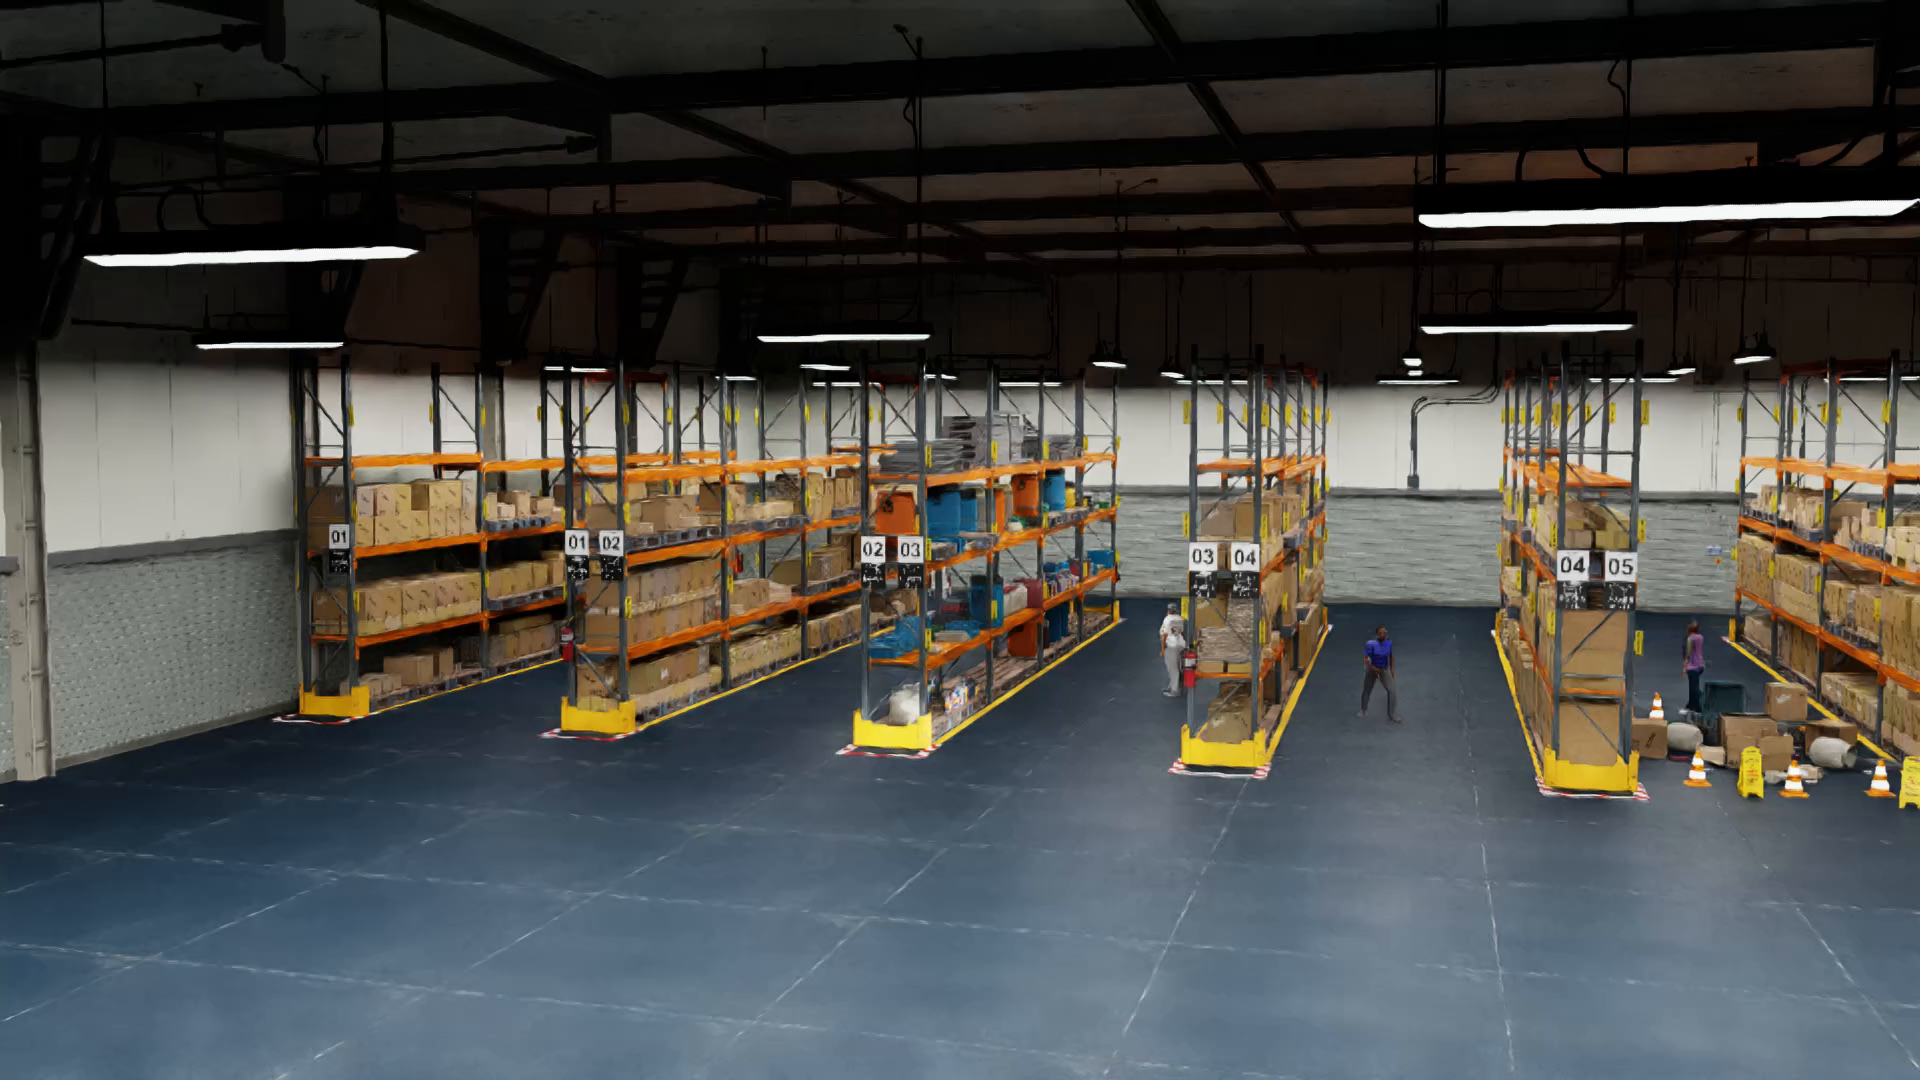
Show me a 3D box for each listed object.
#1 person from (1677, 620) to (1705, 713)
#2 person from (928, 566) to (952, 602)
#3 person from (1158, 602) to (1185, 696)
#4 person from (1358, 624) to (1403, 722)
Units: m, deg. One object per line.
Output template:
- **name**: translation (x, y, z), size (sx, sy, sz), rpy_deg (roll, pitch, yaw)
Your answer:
- **person**: translation (12.157, 2.122, 27.620), size (0.522, 1.592, 0.527), rpy_deg (-4, 6, -43)
- **person**: translation (-0.519, 1.142, 39.946), size (0.566, 1.706, 1.122), rpy_deg (1, 4, 18)
- **person**: translation (3.778, 1.931, 29.763), size (0.554, 1.655, 0.590), rpy_deg (4, 6, 41)
- **person**: translation (6.882, 2.155, 27.276), size (0.621, 1.588, 0.828), rpy_deg (0, 4, -1)
